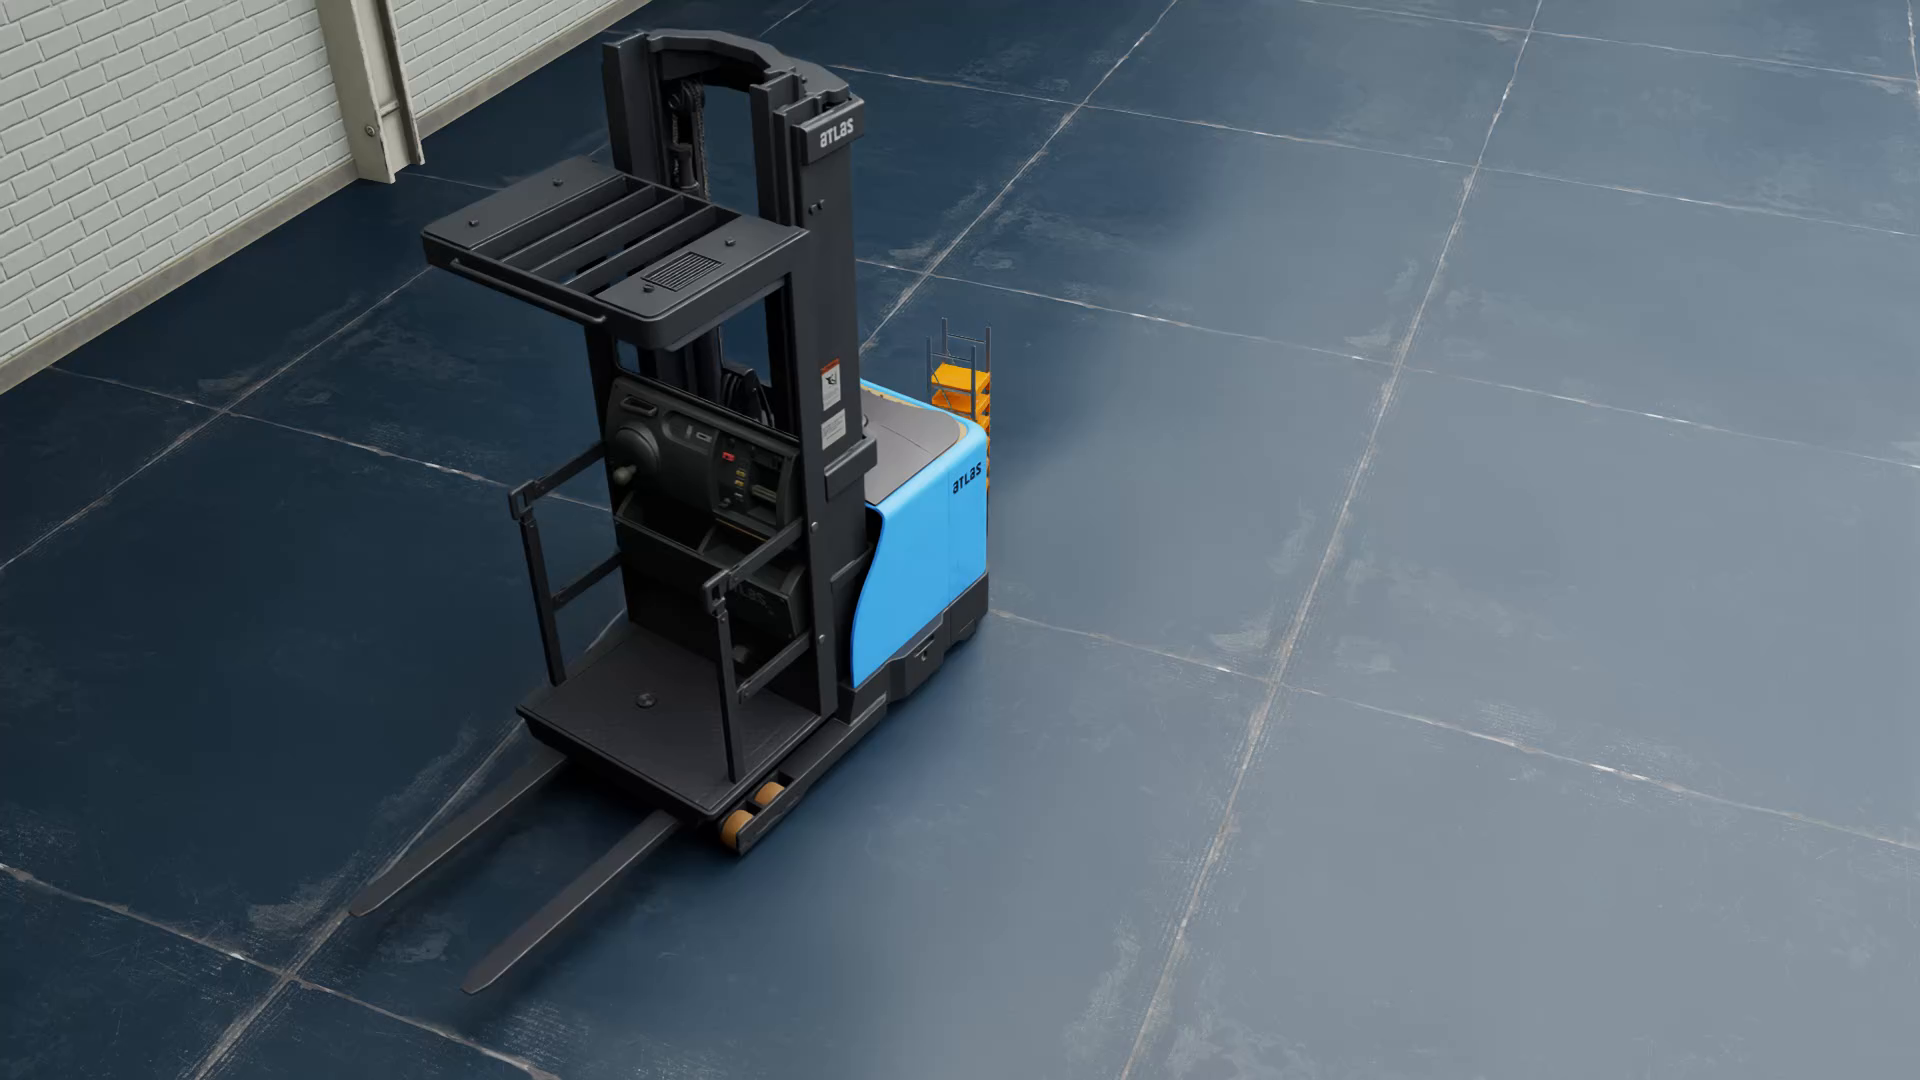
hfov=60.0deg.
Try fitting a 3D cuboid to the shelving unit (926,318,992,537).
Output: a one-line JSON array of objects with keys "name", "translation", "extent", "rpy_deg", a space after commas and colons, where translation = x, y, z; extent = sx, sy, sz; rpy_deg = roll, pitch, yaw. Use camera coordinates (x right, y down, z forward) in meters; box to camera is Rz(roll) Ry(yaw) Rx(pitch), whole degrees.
[{"name": "shelving unit", "translation": [-0.005, -0.473, 7.982], "extent": [0.258, 1.200, 0.189], "rpy_deg": [14, 39, 18]}]

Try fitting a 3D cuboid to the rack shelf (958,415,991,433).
[{"name": "rack shelf", "translation": [-0.005, -0.533, 7.936], "extent": [0.258, 0.103, 0.180], "rpy_deg": [14, 39, 18]}]

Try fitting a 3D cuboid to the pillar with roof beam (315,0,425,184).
[{"name": "pillar with roof beam", "translation": [-0.093, -5.276, 7.894], "extent": [9.100, 9.000, 0.400], "rpy_deg": [14, 39, 18]}]

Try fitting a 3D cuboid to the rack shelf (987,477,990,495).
[{"name": "rack shelf", "translation": [-0.006, -0.245, 8.152], "extent": [0.258, 0.103, 0.180], "rpy_deg": [14, 39, 18]}]

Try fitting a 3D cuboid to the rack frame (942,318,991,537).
[{"name": "rack frame", "translation": [0.029, -0.523, 8.049], "extent": [0.240, 1.200, 0.006], "rpy_deg": [14, 39, 18]}]

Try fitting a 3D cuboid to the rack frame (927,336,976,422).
[{"name": "rack frame", "translation": [-0.040, -0.422, 7.914], "extent": [0.240, 1.200, 0.006], "rpy_deg": [14, 39, 18]}]

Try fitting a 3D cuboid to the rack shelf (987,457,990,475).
[{"name": "rack shelf", "translation": [-0.006, -0.341, 8.080], "extent": [0.258, 0.103, 0.180], "rpy_deg": [14, 39, 18]}]

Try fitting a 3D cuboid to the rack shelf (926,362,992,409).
[{"name": "rack shelf", "translation": [-0.005, -0.725, 7.793], "extent": [0.258, 0.103, 0.180], "rpy_deg": [14, 39, 18]}]

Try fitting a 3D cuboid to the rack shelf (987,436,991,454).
[{"name": "rack shelf", "translation": [-0.005, -0.437, 8.008], "extent": [0.258, 0.103, 0.180], "rpy_deg": [14, 39, 18]}]

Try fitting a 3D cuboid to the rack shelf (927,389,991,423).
[{"name": "rack shelf", "translation": [-0.005, -0.629, 7.865], "extent": [0.258, 0.103, 0.180], "rpy_deg": [14, 39, 18]}]

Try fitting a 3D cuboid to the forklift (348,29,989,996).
[{"name": "forklift", "translation": [-1.124, -0.252, 6.241], "extent": [1.130, 2.935, 3.031], "rpy_deg": [23, 42, 27]}]
